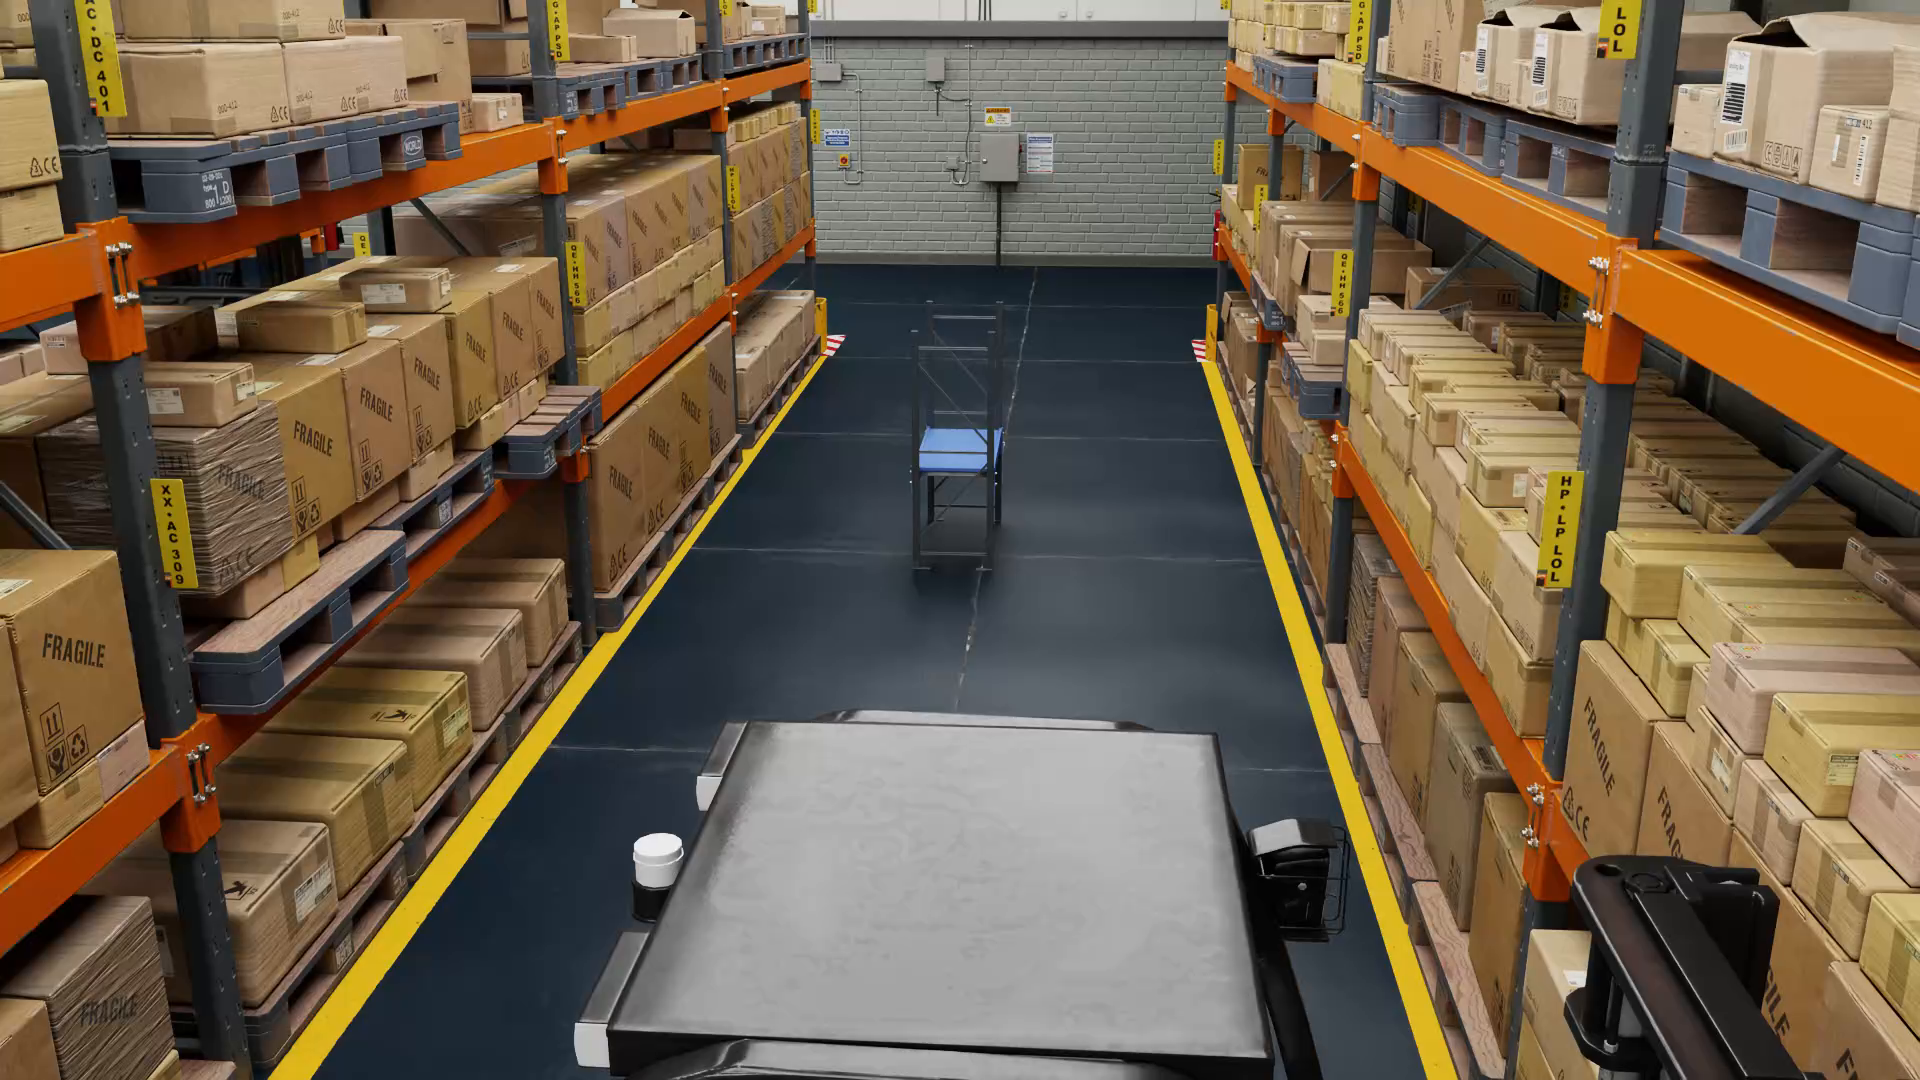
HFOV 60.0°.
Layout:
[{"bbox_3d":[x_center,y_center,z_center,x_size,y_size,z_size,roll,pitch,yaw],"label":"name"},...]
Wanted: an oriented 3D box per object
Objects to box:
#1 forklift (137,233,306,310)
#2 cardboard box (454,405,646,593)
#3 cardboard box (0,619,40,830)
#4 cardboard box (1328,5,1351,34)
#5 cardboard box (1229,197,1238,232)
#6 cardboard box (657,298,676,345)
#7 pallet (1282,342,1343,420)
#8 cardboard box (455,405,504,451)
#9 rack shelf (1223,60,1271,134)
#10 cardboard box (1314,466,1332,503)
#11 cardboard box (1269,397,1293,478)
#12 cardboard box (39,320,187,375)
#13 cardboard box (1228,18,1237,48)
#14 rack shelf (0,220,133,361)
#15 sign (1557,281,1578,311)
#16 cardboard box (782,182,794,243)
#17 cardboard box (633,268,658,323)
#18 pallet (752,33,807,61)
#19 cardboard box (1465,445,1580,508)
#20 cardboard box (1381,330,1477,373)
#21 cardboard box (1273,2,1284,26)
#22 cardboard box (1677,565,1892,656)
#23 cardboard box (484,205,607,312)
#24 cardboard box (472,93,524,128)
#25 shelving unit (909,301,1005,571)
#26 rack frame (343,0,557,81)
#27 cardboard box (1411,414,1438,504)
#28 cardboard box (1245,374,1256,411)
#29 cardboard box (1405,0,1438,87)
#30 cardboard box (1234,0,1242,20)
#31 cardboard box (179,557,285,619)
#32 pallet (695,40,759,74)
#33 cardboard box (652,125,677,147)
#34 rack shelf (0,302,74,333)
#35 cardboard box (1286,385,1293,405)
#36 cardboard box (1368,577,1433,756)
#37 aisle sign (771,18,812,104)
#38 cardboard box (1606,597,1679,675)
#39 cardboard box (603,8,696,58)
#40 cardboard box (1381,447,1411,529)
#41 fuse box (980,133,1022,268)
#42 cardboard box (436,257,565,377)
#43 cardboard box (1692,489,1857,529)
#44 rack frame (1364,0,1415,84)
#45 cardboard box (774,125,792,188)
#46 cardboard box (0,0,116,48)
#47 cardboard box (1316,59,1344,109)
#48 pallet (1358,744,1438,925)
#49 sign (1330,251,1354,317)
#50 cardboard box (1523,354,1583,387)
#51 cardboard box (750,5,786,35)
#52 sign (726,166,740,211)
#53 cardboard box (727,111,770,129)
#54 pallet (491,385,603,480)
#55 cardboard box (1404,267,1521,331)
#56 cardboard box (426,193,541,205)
[{"bbox_3d":[-4.818,-1.388,10.451,1.130,2.935,3.031,2,18,5],"label":"forklift"},{"bbox_3d":[-2.379,-0.260,9.638,0.875,0.875,0.875,1,18,3],"label":"cardboard box"},{"bbox_3d":[-2.612,0.499,3.944,0.500,0.500,0.500,2,18,6],"label":"cardboard box"},{"bbox_3d":[2.247,-2.871,9.174,0.380,0.149,0.250,1,18,3],"label":"cardboard box"},{"bbox_3d":[2.643,-2.854,14.579,0.500,0.250,0.500,1,18,3],"label":"cardboard box"},{"bbox_3d":[-2.131,-1.409,10.647,0.500,0.250,0.500,1,18,4],"label":"cardboard box"},{"bbox_3d":[2.418,-0.869,9.066,1.213,0.211,1.003,1,18,4],"label":"pallet"},{"bbox_3d":[-2.252,-0.503,7.370,0.380,0.149,0.250,2,18,5],"label":"cardboard box"},{"bbox_3d":[2.870,-3.695,13.721,1.077,0.370,4.000,1,18,4],"label":"rack shelf"},{"bbox_3d":[2.211,-0.313,9.358,0.380,0.149,0.250,0,18,1],"label":"cardboard box"},{"bbox_3d":[2.439,-0.691,11.556,0.500,0.500,0.500,1,18,3],"label":"cardboard box"},{"bbox_3d":[-2.954,-0.675,5.811,0.380,0.149,0.250,1,18,2],"label":"cardboard box"},{"bbox_3d":[2.709,-4.597,15.080,0.500,0.250,0.500,1,18,3],"label":"cardboard box"},{"bbox_3d":[-2.941,-0.078,2.682,1.077,0.370,4.000,1,18,4],"label":"rack shelf"},{"bbox_3d":[2.994,-1.287,8.174,0.100,0.325,0.005,1,18,4],"label":"sign"},{"bbox_3d":[-1.787,-2.919,14.853,0.500,0.500,0.500,2,18,6],"label":"cardboard box"},{"bbox_3d":[-2.142,-1.491,10.094,0.500,0.250,0.500,1,18,4],"label":"cardboard box"},{"bbox_3d":[-1.981,-4.495,15.149,1.003,0.211,1.213,1,18,4],"label":"pallet"},{"bbox_3d":[1.913,-0.213,5.553,0.380,0.149,0.250,1,18,2],"label":"cardboard box"},{"bbox_3d":[2.112,-0.848,7.492,0.380,0.149,0.250,2,18,5],"label":"cardboard box"},{"bbox_3d":[2.259,-3.440,10.877,0.380,0.149,0.250,1,18,3],"label":"cardboard box"},{"bbox_3d":[1.923,0.173,3.898,0.380,0.149,0.250,2,18,5],"label":"cardboard box"},{"bbox_3d":[-2.232,-1.528,9.003,0.500,0.500,0.500,1,18,2],"label":"cardboard box"},{"bbox_3d":[-2.324,-2.061,7.983,0.380,0.149,0.250,1,18,4],"label":"cardboard box"},{"bbox_3d":[-0.006,-0.686,10.609,0.538,1.500,1.048,1,18,4],"label":"shelving unit"},{"bbox_3d":[-2.511,-3.709,7.790,1.000,3.000,0.127,1,18,4],"label":"rack frame"},{"bbox_3d":[2.060,-0.305,6.476,0.500,0.250,0.500,2,18,5],"label":"cardboard box"},{"bbox_3d":[2.499,-1.181,13.427,0.396,0.266,0.258,2,18,6],"label":"cardboard box"},{"bbox_3d":[2.208,-2.090,6.671,0.700,0.500,0.500,1,18,3],"label":"cardboard box"},{"bbox_3d":[2.676,-4.676,14.520,0.500,0.250,0.500,1,18,4],"label":"cardboard box"},{"bbox_3d":[-2.443,0.140,5.409,0.380,0.149,0.250,2,18,5],"label":"cardboard box"},{"bbox_3d":[-2.155,-3.737,12.837,1.003,0.211,1.213,1,18,4],"label":"pallet"},{"bbox_3d":[-2.393,-3.113,12.799,0.380,0.149,0.250,2,18,5],"label":"cardboard box"},{"bbox_3d":[-7.313,-1.216,10.973,1.077,0.370,4.000,1,18,4],"label":"rack shelf"},{"bbox_3d":[2.486,-1.037,11.570,0.380,0.149,0.250,0,18,1],"label":"cardboard box"},{"bbox_3d":[2.342,0.577,7.483,0.875,0.625,0.625,2,18,6],"label":"cardboard box"},{"bbox_3d":[-1.623,-4.593,15.949,0.394,0.787,0.004,1,18,4],"label":"aisle sign"},{"bbox_3d":[1.868,0.231,4.197,0.380,0.149,0.250,1,18,3],"label":"cardboard box"},{"bbox_3d":[-2.078,-3.404,11.147,0.500,0.311,0.500,1,18,4],"label":"cardboard box"},{"bbox_3d":[2.093,-0.228,7.044,0.500,0.250,0.500,1,18,2],"label":"cardboard box"},{"bbox_3d":[0.528,-4.390,21.572,0.539,1.711,0.414,1,18,4],"label":"fuse box"},{"bbox_3d":[-2.267,-1.099,8.147,0.500,0.500,0.500,1,18,2],"label":"cardboard box"},{"bbox_3d":[2.464,-0.048,5.051,0.380,0.149,0.250,1,18,2],"label":"cardboard box"},{"bbox_3d":[2.440,-3.599,7.455,1.000,3.000,0.127,1,18,4],"label":"rack frame"},{"bbox_3d":[-1.782,-3.394,14.696,0.500,0.500,0.500,1,18,4],"label":"cardboard box"},{"bbox_3d":[-2.884,-1.590,4.904,0.500,0.250,0.500,2,18,5],"label":"cardboard box"},{"bbox_3d":[2.305,-2.579,9.399,0.500,0.250,0.500,1,18,4],"label":"cardboard box"},{"bbox_3d":[2.252,1.210,6.893,1.003,0.211,1.213,1,18,4],"label":"pallet"},{"bbox_3d":[1.898,-1.270,8.249,0.100,0.325,0.005,1,18,4],"label":"sign"},{"bbox_3d":[2.587,-0.678,6.974,0.380,0.149,0.250,1,18,4],"label":"cardboard box"},{"bbox_3d":[-1.880,-4.802,15.349,0.500,0.250,0.500,0,18,-1],"label":"cardboard box"},{"bbox_3d":[-1.683,-2.604,12.320,0.100,0.325,0.005,1,18,4],"label":"sign"},{"bbox_3d":[-1.838,-3.579,14.220,0.380,0.149,0.250,2,18,6],"label":"cardboard box"},{"bbox_3d":[-2.456,-0.543,8.071,1.213,0.211,1.003,1,18,4],"label":"pallet"},{"bbox_3d":[2.633,-1.152,8.786,0.500,0.500,0.500,2,18,7],"label":"cardboard box"},{"bbox_3d":[-2.707,-1.706,9.547,0.500,0.500,0.500,2,18,5],"label":"cardboard box"}]
